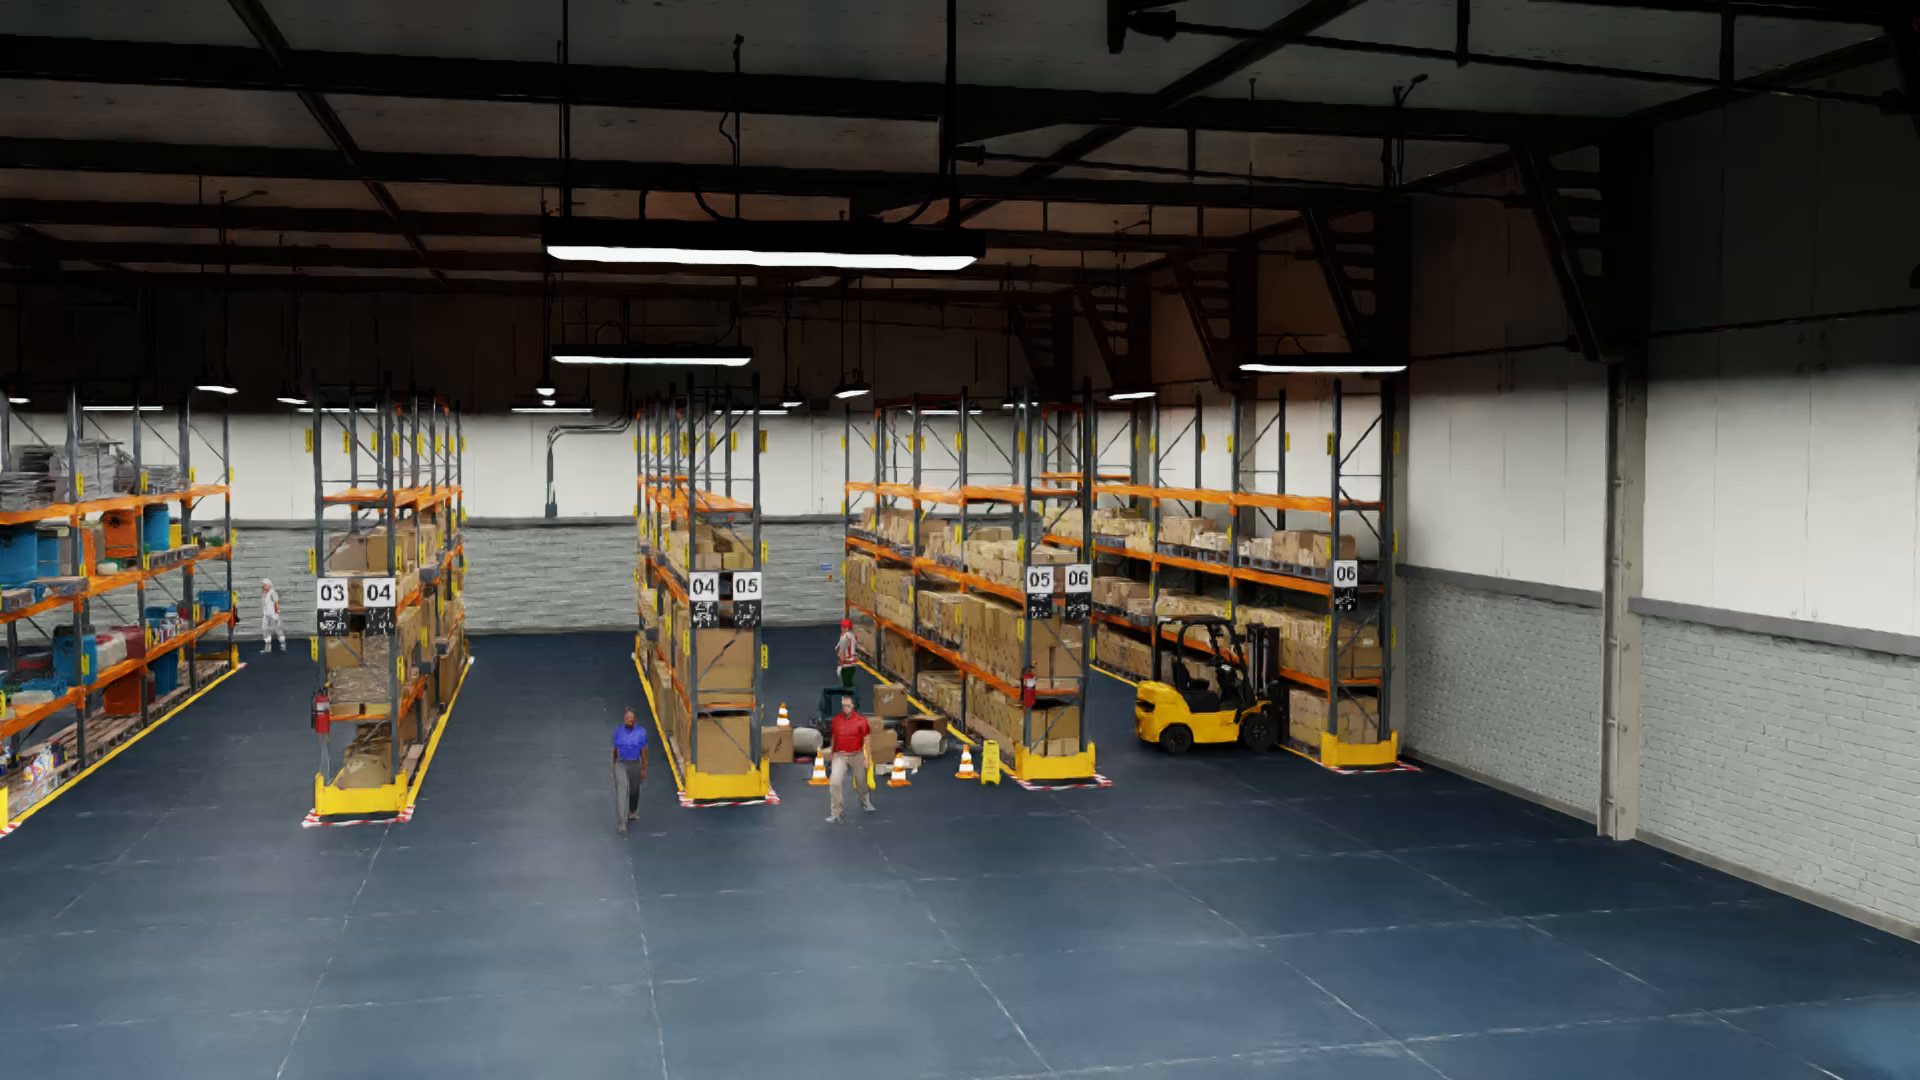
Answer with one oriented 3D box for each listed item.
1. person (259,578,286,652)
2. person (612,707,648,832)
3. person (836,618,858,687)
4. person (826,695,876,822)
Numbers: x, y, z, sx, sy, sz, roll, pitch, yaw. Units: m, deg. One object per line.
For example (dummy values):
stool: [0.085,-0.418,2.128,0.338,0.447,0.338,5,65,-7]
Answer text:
person: [-16.591,1.808,40.095,0.569,1.780,0.595,2,4,31]
person: [-4.289,2.942,21.652,0.447,1.571,1.069,-1,3,-15]
person: [-2.113,2.327,30.628,0.570,1.786,0.653,1,3,14]
person: [-1.463,2.886,22.212,0.584,1.661,0.978,0,3,8]
